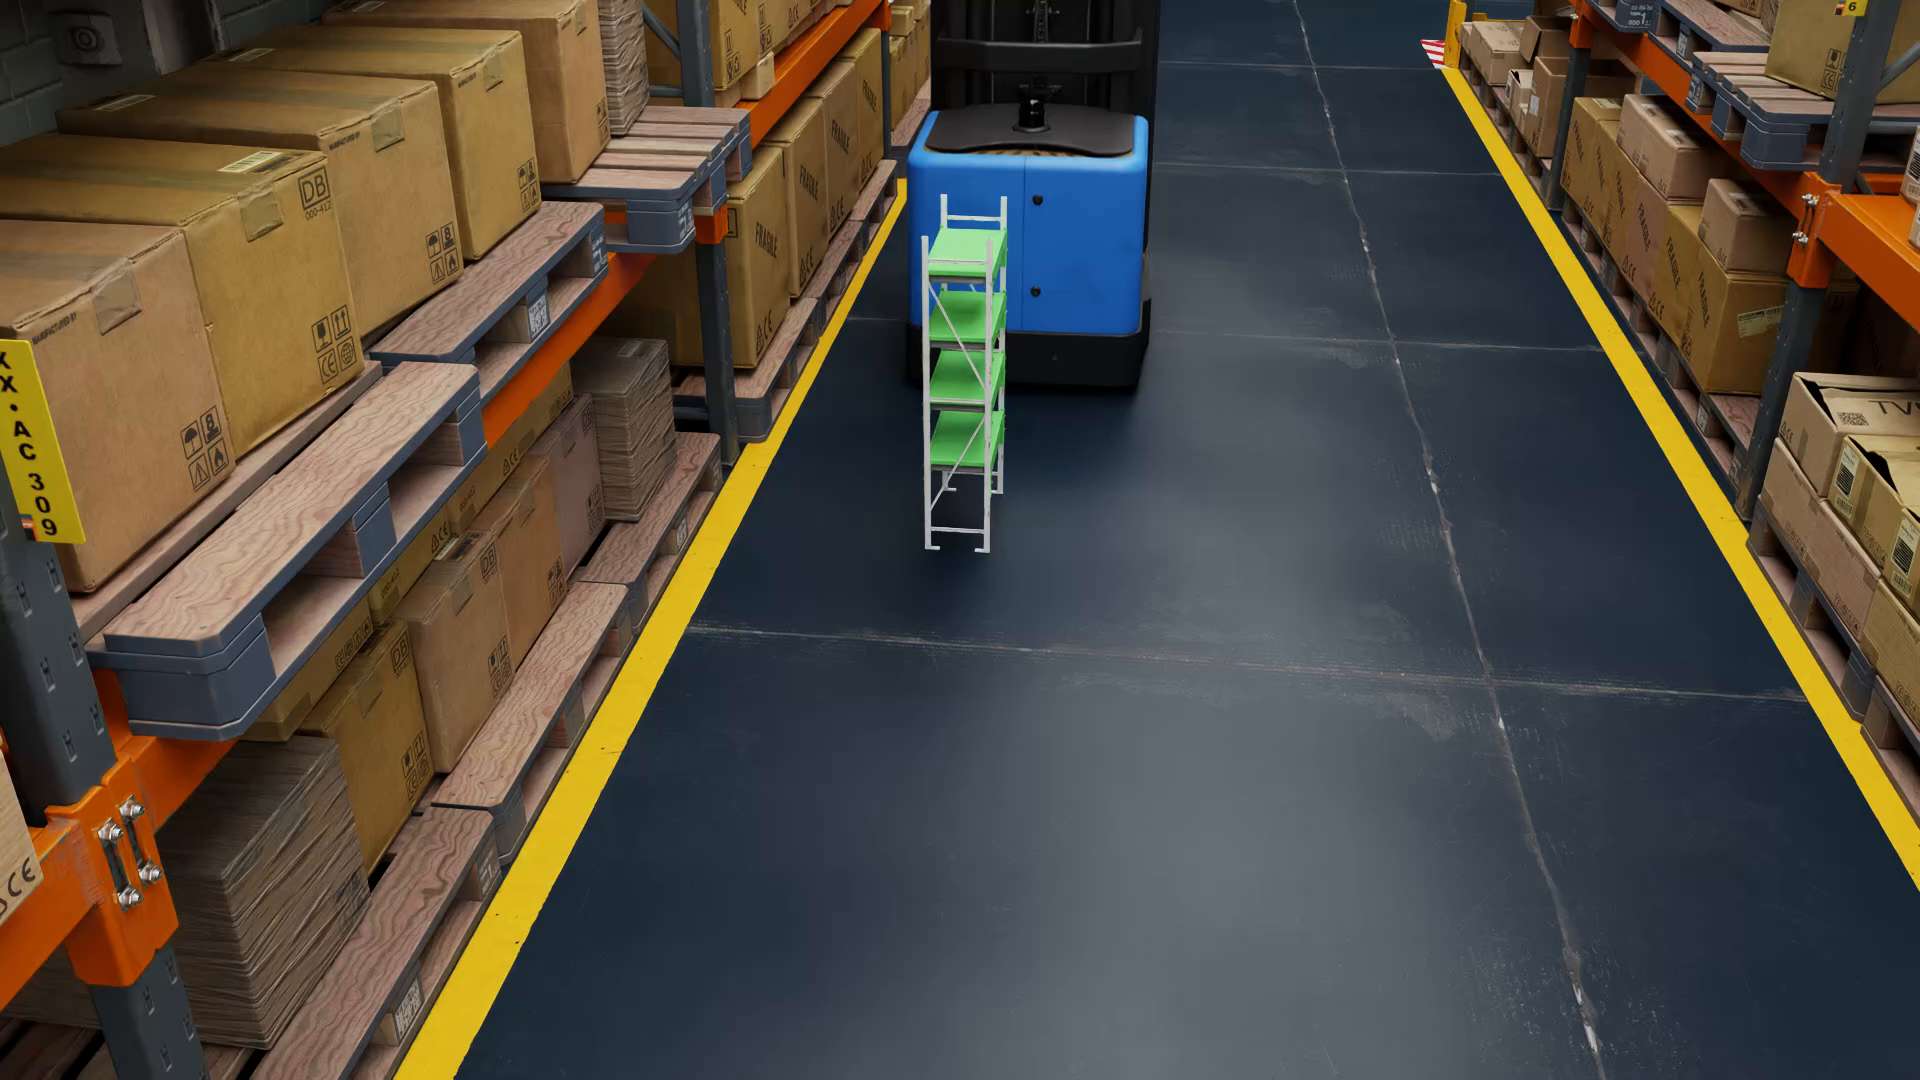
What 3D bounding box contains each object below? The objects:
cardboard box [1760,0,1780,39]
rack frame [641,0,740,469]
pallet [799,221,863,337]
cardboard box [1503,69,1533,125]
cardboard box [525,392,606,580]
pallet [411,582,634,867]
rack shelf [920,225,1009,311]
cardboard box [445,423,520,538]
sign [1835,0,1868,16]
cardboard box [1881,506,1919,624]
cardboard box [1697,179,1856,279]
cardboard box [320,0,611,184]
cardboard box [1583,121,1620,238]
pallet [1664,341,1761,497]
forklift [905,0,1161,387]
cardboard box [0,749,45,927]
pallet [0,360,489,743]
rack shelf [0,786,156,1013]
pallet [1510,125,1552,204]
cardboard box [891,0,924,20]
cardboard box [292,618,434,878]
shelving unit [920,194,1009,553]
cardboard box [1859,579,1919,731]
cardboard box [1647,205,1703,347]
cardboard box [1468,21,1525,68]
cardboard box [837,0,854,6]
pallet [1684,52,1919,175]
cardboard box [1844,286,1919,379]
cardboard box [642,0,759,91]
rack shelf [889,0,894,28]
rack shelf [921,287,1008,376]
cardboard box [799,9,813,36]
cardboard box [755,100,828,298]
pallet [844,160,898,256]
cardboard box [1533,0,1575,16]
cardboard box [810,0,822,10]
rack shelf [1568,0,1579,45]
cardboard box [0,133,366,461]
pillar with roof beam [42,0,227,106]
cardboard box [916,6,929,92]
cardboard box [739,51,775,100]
[{"bbox_3d":[3.766,-2.336,6.875,0.700,0.500,0.500,9,30,16],"label":"cardboard box"},{"bbox_3d":[-1.417,-1.671,6.188,1.000,3.000,0.127,3,28,6],"label":"rack frame"},{"bbox_3d":[-1.094,-1.382,8.593,1.003,0.211,1.213,3,28,6],"label":"pallet"},{"bbox_3d":[3.870,-2.915,10.869,0.500,0.311,0.500,3,28,6],"label":"cardboard box"},{"bbox_3d":[-1.632,-0.186,5.604,0.700,0.500,0.500,3,28,6],"label":"cardboard box"},{"bbox_3d":[-1.667,0.497,5.104,1.003,0.211,1.213,3,28,6],"label":"pallet"},{"bbox_3d":[0.020,-0.972,5.913,0.258,0.148,0.480,3,28,6],"label":"rack shelf"},{"bbox_3d":[-1.644,-0.245,4.923,0.500,0.250,0.500,3,28,6],"label":"cardboard box"},{"bbox_3d":[2.960,-1.886,5.452,0.100,0.325,0.005,3,28,6],"label":"sign"},{"bbox_3d":[3.023,0.111,4.745,0.500,0.311,0.500,3,28,5],"label":"cardboard box"},{"bbox_3d":[3.384,-1.288,6.860,0.500,0.250,0.500,4,29,8],"label":"cardboard box"},{"bbox_3d":[-1.507,-1.422,5.157,0.700,0.500,0.500,1,28,1],"label":"cardboard box"},{"bbox_3d":[3.634,-1.895,8.777,0.500,0.500,0.500,4,29,7],"label":"cardboard box"},{"bbox_3d":[3.628,-0.506,6.967,1.003,0.211,1.213,3,28,6],"label":"pallet"},{"bbox_3d":[0.429,-2.640,8.060,1.130,2.935,3.031,3,28,5],"label":"forklift"},{"bbox_3d":[-1.665,0.510,2.278,0.500,0.250,0.500,3,29,6],"label":"cardboard box"},{"bbox_3d":[-1.669,-0.055,3.391,1.003,0.211,1.213,3,28,6],"label":"pallet"},{"bbox_3d":[-2.153,1.470,1.116,1.077,0.370,4.000,3,28,6],"label":"rack shelf"},{"bbox_3d":[4.075,-2.363,10.413,1.003,0.211,1.213,3,28,6],"label":"pallet"},{"bbox_3d":[-0.447,-3.666,11.401,0.380,0.149,0.250,3,28,5],"label":"cardboard box"},{"bbox_3d":[-1.820,0.526,4.284,0.700,0.500,0.500,3,28,5],"label":"cardboard box"},{"bbox_3d":[0.020,-0.606,6.110,0.258,1.200,0.503,3,28,6],"label":"shelving unit"},{"bbox_3d":[3.025,0.352,4.890,0.500,0.250,0.500,3,28,5],"label":"cardboard box"},{"bbox_3d":[3.445,-1.175,7.440,0.500,0.500,0.500,2,28,4],"label":"cardboard box"},{"bbox_3d":[4.070,-3.658,12.313,0.500,0.250,0.500,3,28,6],"label":"cardboard box"},{"bbox_3d":[-0.746,-2.909,8.730,0.380,0.149,0.250,3,28,6],"label":"cardboard box"},{"bbox_3d":[3.513,-1.623,6.302,1.213,0.211,1.003,3,28,6],"label":"pallet"},{"bbox_3d":[3.839,-0.675,6.513,0.500,0.500,0.500,5,29,8],"label":"cardboard box"},{"bbox_3d":[-1.104,-2.068,6.486,0.500,0.500,0.500,4,29,8],"label":"cardboard box"},{"bbox_3d":[-0.682,-4.178,11.601,1.077,0.370,4.000,3,28,6],"label":"rack shelf"},{"bbox_3d":[0.020,-0.761,6.027,0.258,0.148,0.480,3,28,6],"label":"rack shelf"},{"bbox_3d":[-0.931,-2.556,8.076,0.380,0.149,0.250,4,29,8],"label":"cardboard box"},{"bbox_3d":[-1.083,-1.660,7.992,0.750,0.750,0.750,3,28,6],"label":"cardboard box"},{"bbox_3d":[-0.947,-1.958,9.662,1.003,0.211,1.213,3,28,6],"label":"pallet"},{"bbox_3d":[4.658,-3.973,12.634,0.500,0.500,0.500,3,28,6],"label":"cardboard box"},{"bbox_3d":[-0.912,-2.793,7.832,0.500,0.500,0.500,4,29,8],"label":"cardboard box"},{"bbox_3d":[4.235,-3.892,11.070,1.077,0.370,4.000,3,28,6],"label":"rack shelf"},{"bbox_3d":[-1.736,-0.526,3.494,0.700,0.500,0.500,6,29,11],"label":"cardboard box"},{"bbox_3d":[1.837,-3.500,3.258,9.100,9.000,0.400,3,28,6],"label":"pillar with roof beam"},{"bbox_3d":[-0.604,-3.462,11.706,0.700,0.500,0.500,4,29,7],"label":"cardboard box"},{"bbox_3d":[-0.991,-1.949,6.948,0.380,0.149,0.250,4,29,8],"label":"cardboard box"}]
